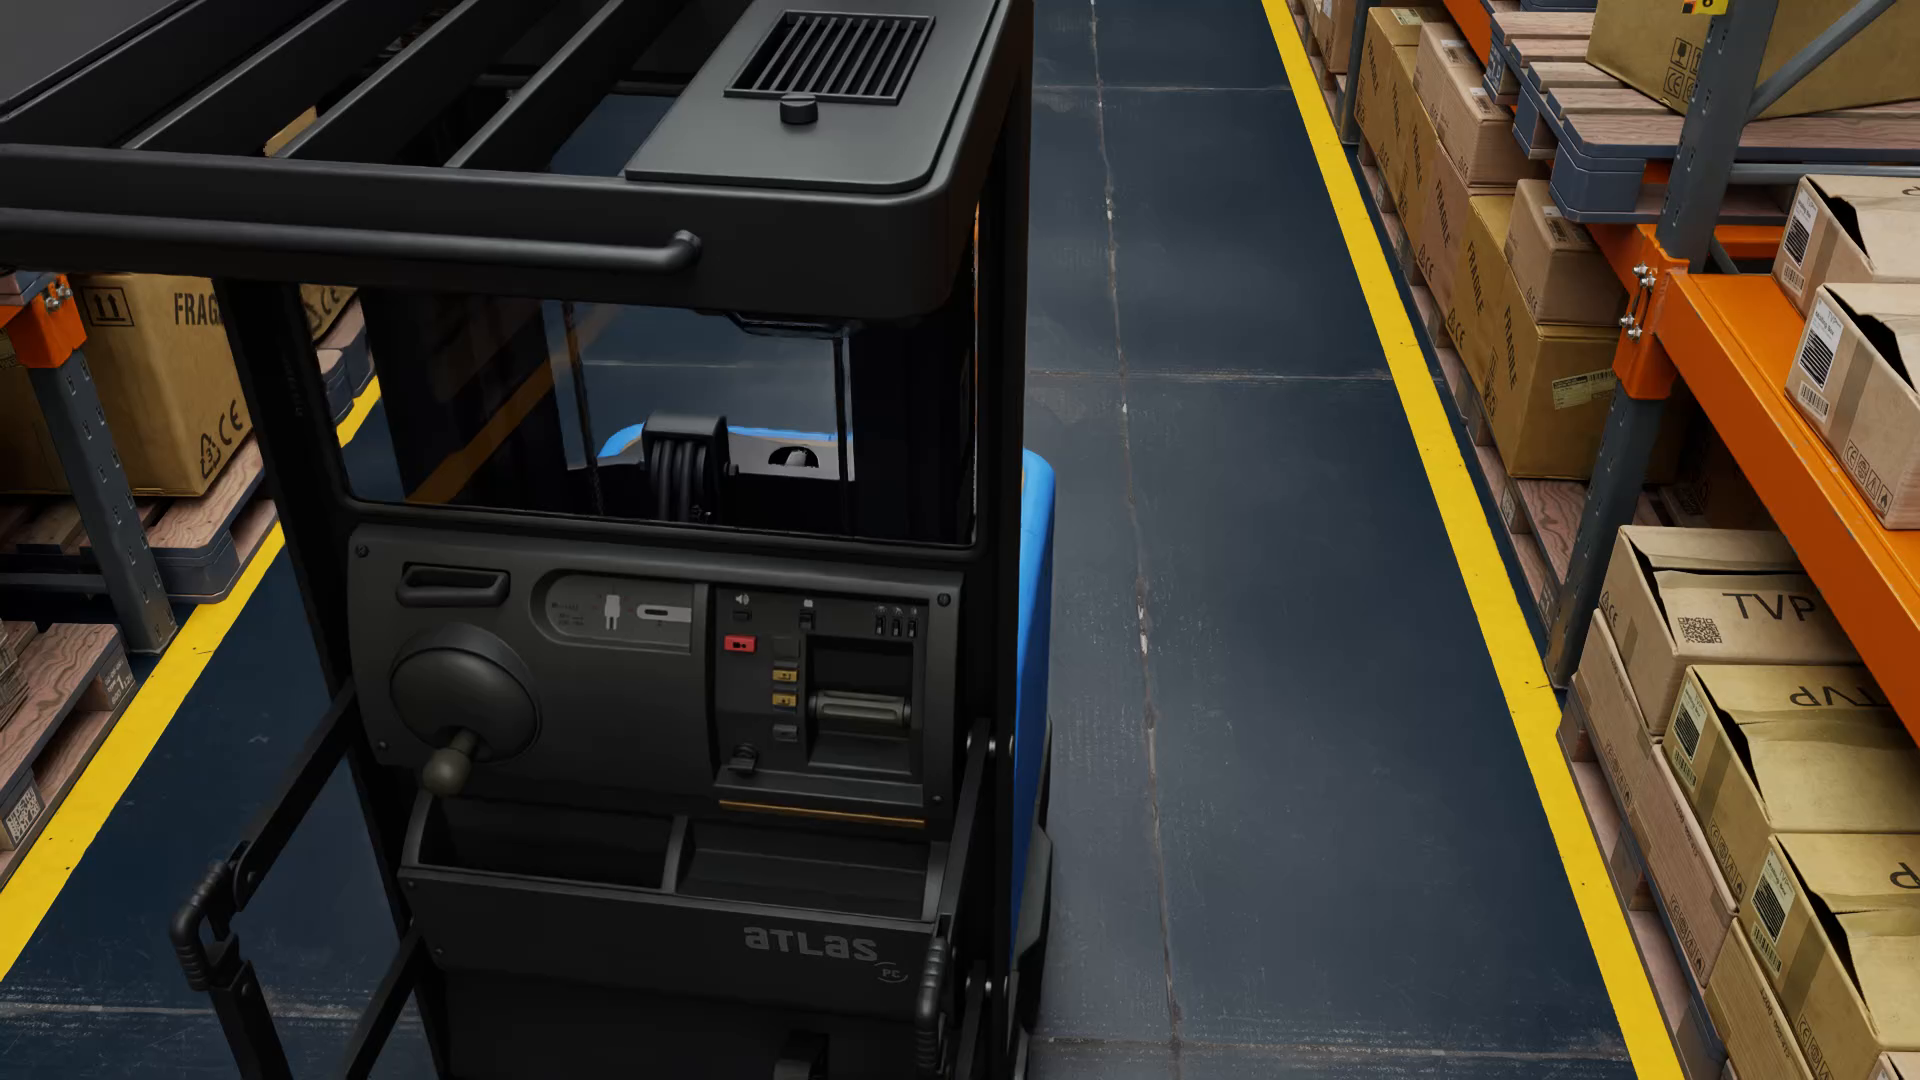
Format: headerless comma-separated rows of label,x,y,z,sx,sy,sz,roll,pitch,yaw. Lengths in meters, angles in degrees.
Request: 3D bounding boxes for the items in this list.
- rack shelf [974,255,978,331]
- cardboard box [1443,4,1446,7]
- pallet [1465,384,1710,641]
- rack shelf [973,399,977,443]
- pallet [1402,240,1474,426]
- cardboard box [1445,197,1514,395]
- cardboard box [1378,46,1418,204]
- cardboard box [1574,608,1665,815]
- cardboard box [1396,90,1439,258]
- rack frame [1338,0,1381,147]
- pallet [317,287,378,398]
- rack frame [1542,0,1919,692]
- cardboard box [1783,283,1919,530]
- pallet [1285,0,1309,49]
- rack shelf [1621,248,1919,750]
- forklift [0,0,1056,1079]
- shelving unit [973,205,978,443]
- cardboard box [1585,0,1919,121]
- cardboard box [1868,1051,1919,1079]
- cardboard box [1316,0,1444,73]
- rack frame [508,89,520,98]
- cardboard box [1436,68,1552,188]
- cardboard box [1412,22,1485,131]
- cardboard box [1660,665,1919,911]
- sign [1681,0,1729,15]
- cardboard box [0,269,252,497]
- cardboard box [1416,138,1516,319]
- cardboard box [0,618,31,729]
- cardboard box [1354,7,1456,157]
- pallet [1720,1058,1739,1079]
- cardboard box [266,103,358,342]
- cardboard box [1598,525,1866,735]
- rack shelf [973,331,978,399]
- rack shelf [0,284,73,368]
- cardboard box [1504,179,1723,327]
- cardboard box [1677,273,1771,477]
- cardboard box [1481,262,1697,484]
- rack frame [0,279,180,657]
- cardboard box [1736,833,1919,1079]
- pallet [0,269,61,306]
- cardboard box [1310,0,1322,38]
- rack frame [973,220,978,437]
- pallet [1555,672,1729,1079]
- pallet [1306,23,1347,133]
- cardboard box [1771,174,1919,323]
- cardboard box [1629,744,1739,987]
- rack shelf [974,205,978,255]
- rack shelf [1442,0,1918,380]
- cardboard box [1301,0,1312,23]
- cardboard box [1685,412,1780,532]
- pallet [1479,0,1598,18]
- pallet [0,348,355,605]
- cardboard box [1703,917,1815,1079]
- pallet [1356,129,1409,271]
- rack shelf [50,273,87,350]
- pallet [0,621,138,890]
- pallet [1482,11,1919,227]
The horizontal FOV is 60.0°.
rack shelf,0.007,-0.714,4.950,0.258,0.148,0.480,1,35,2
cardboard box,2.553,-2.441,8.071,0.500,0.311,0.500,1,35,2
pallet,2.228,-0.114,5.229,1.003,0.211,1.213,1,35,2
rack shelf,0.007,-0.368,5.193,0.258,0.148,0.480,1,35,2
pallet,2.279,-0.813,6.224,1.003,0.211,1.213,1,35,2
cardboard box,1.984,-0.825,5.606,0.500,0.500,0.500,0,35,0
cardboard box,2.047,-1.704,6.857,0.500,0.500,0.500,2,35,3
cardboard box,1.845,0.420,4.070,0.500,0.250,0.500,1,35,2
cardboard box,2.020,-1.417,6.448,0.500,0.500,0.500,2,35,2
rack frame,2.320,-3.125,7.088,1.000,3.000,0.127,1,35,2
pallet,-2.631,-0.949,6.417,1.003,0.211,1.213,1,35,2
rack frame,2.160,-0.827,3.818,1.000,3.000,0.127,1,35,2
cardboard box,1.930,-0.281,3.119,0.500,0.311,0.500,1,35,1
pallet,2.395,-3.082,9.451,1.003,0.211,1.213,1,35,2
rack shelf,2.079,0.616,2.390,1.077,0.370,4.000,1,35,2
forklift,-0.490,0.272,2.313,1.130,2.935,3.031,5,35,6
shelving unit,0.007,-0.586,5.040,0.258,1.200,0.503,1,35,2
cardboard box,2.072,-1.404,4.187,0.700,0.500,0.500,-10,36,-14
cardboard box,1.790,1.081,2.642,0.500,0.311,0.500,1,35,1
cardboard box,2.060,-2.617,8.156,0.500,0.500,0.500,1,35,2
rack frame,-2.629,-3.238,7.248,1.000,3.000,0.127,1,35,2
cardboard box,1.998,-1.454,5.850,0.500,0.250,0.500,1,35,1
cardboard box,2.017,-1.743,6.260,0.500,0.250,0.500,1,35,2
cardboard box,1.833,0.493,3.479,0.500,0.311,0.500,1,35,1
sign,1.617,-1.276,3.518,0.100,0.325,0.005,1,35,2
cardboard box,-2.629,-0.651,5.072,0.750,0.750,0.750,1,35,1
cardboard box,1.999,-1.126,6.035,0.500,0.500,0.500,0,35,0
cardboard box,-2.767,0.318,3.980,0.700,0.500,0.500,2,35,3
cardboard box,2.058,-2.010,7.293,0.500,0.500,0.500,0,35,0
pallet,2.036,1.485,2.954,1.003,0.211,1.213,1,35,2
cardboard box,-2.588,-1.154,5.788,0.750,0.750,0.750,1,35,2
cardboard box,1.845,0.191,3.908,0.500,0.311,0.500,2,35,3
rack shelf,0.007,-0.531,5.079,0.258,0.148,0.480,1,35,2
rack shelf,-2.870,0.504,2.550,1.077,0.370,4.000,1,35,2
cardboard box,1.961,-0.867,5.013,0.500,0.250,0.500,3,35,4
cardboard box,2.479,-0.540,5.201,0.500,0.500,0.500,0,35,0
cardboard box,1.963,-0.527,5.183,0.500,0.500,0.500,3,35,4
rack frame,-2.790,-0.939,3.978,1.000,3.000,0.127,1,35,2
cardboard box,1.810,0.786,3.062,0.500,0.311,0.500,0,35,1
pallet,-2.712,-0.449,3.447,1.213,0.211,1.003,1,35,2
cardboard box,2.015,-2.690,8.565,0.380,0.149,0.250,1,35,2
rack frame,-0.003,-0.446,4.841,0.240,1.200,0.015,1,35,2
pallet,2.088,0.786,3.948,1.003,0.211,1.213,1,35,2
pallet,2.349,-2.379,8.452,1.003,0.211,1.213,1,35,2
cardboard box,2.102,-0.583,3.548,0.500,0.311,0.500,3,35,5
cardboard box,1.826,0.709,3.659,0.500,0.250,0.500,0,35,1
rack shelf,0.007,-0.907,4.814,0.258,0.148,0.480,1,35,2
rack shelf,2.240,-1.682,5.660,1.077,0.370,4.000,1,35,2
cardboard box,2.090,-2.970,8.823,0.500,0.311,0.500,1,35,2
cardboard box,2.464,-0.239,4.773,0.500,0.500,0.500,3,35,4
pallet,2.233,-1.866,5.463,1.003,0.211,1.213,1,35,2
pallet,-2.683,-0.250,5.422,1.003,0.211,1.213,1,35,2
cardboard box,1.811,1.008,3.234,0.500,0.250,0.500,0,35,1
pallet,2.326,-1.516,7.224,1.003,0.211,1.213,1,35,2
rack shelf,-2.710,-1.794,5.820,1.077,0.370,4.000,1,35,2
pallet,-2.823,0.650,4.141,1.003,0.211,1.213,1,35,2
pallet,2.117,-1.140,4.430,1.213,0.211,1.003,1,35,2
